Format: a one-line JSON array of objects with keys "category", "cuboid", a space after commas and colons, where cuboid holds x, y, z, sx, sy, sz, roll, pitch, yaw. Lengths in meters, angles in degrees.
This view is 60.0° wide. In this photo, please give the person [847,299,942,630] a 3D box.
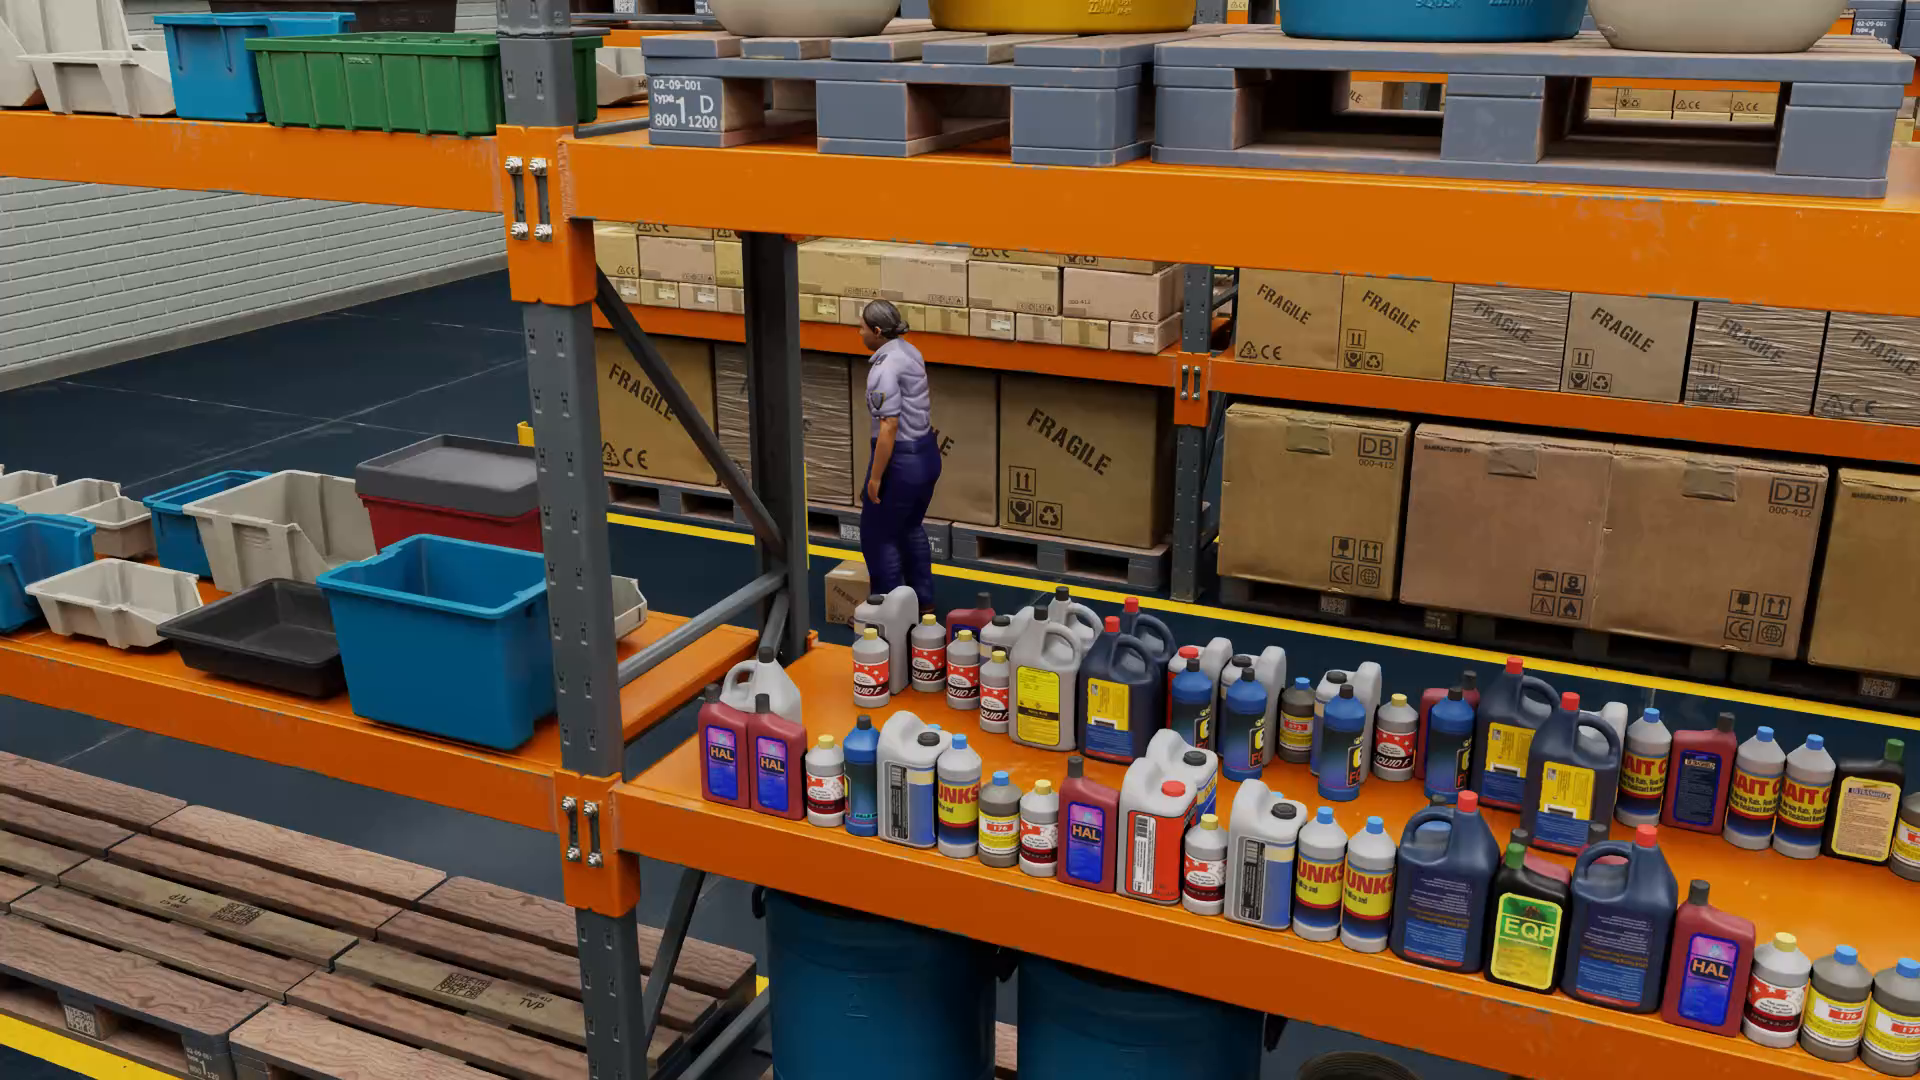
[{"category": "person", "cuboid": [-0.325, -0.362, 8.120, 0.426, 1.651, 0.561, 7, 20, 19]}]
